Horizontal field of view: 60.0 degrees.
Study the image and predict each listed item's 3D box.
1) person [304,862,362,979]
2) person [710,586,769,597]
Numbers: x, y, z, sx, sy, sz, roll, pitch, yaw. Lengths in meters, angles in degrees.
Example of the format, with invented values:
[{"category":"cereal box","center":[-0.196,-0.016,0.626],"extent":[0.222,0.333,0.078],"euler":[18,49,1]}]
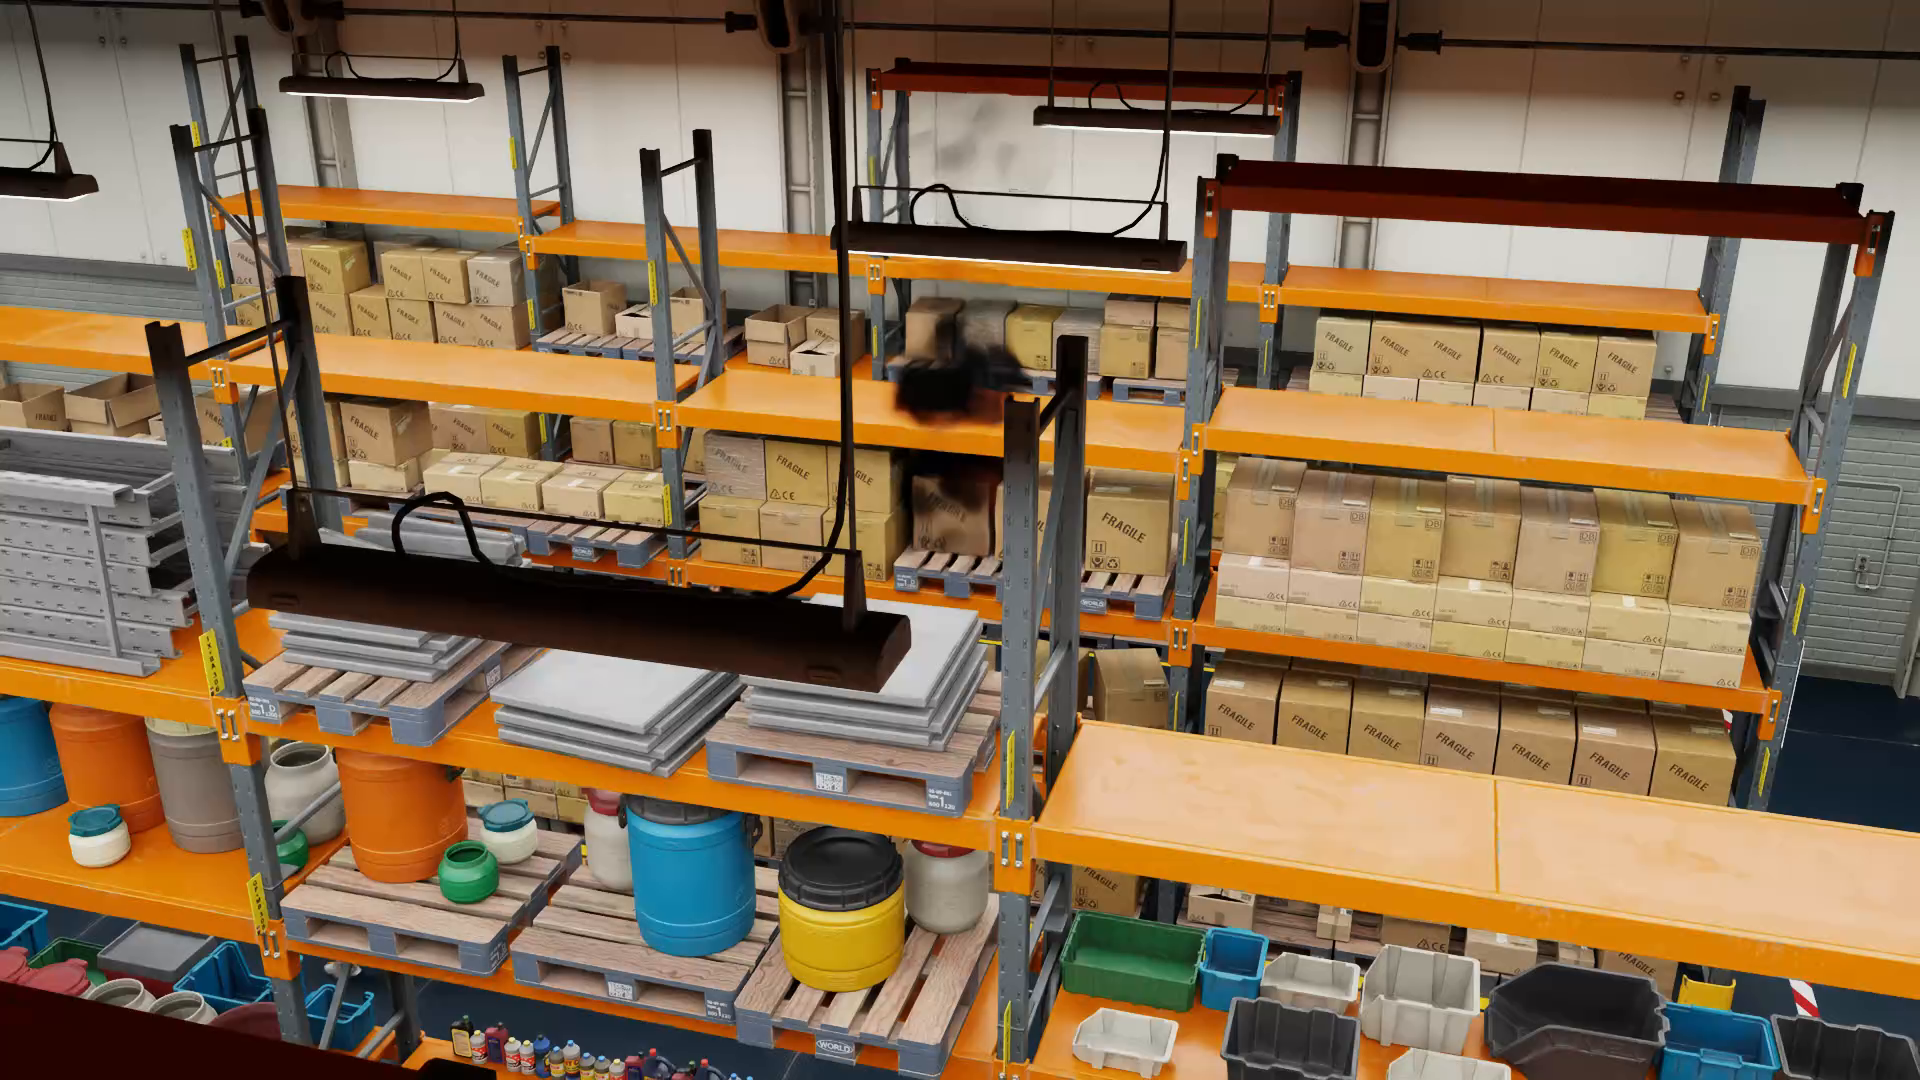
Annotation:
[{"category":"person","center":[-4.836,2.589,12.448],"extent":[0.562,1.633,0.589],"euler":[3,23,7]},{"category":"person","center":[-2.111,0.797,16.641],"extent":[0.734,1.764,0.626],"euler":[0,23,-1]}]
